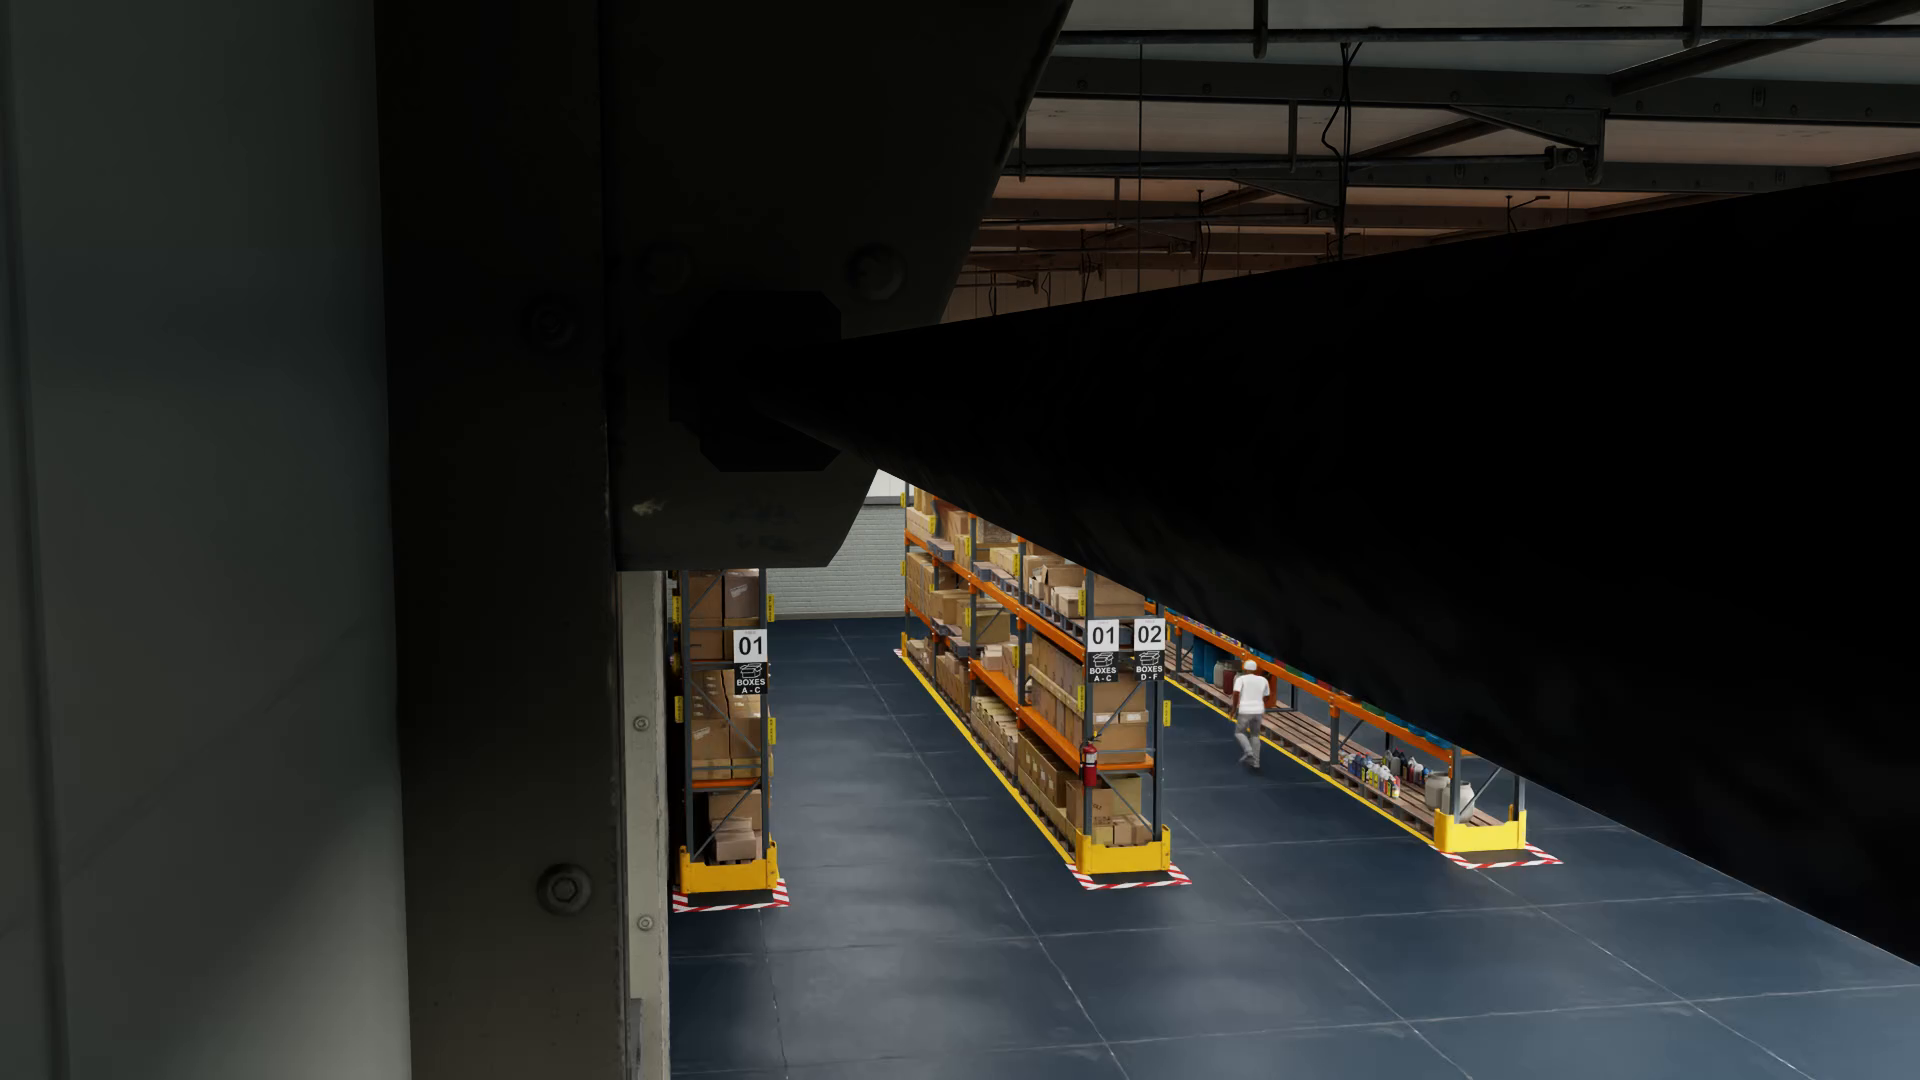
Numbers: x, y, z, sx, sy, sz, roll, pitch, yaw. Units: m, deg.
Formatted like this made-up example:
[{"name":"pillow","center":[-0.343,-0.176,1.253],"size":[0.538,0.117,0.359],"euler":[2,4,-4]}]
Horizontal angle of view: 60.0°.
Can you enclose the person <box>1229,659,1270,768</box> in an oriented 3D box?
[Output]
[{"name":"person","center":[4.638,2.757,26.605],"size":[0.689,1.658,0.771],"euler":[-1,6,-8]}]
